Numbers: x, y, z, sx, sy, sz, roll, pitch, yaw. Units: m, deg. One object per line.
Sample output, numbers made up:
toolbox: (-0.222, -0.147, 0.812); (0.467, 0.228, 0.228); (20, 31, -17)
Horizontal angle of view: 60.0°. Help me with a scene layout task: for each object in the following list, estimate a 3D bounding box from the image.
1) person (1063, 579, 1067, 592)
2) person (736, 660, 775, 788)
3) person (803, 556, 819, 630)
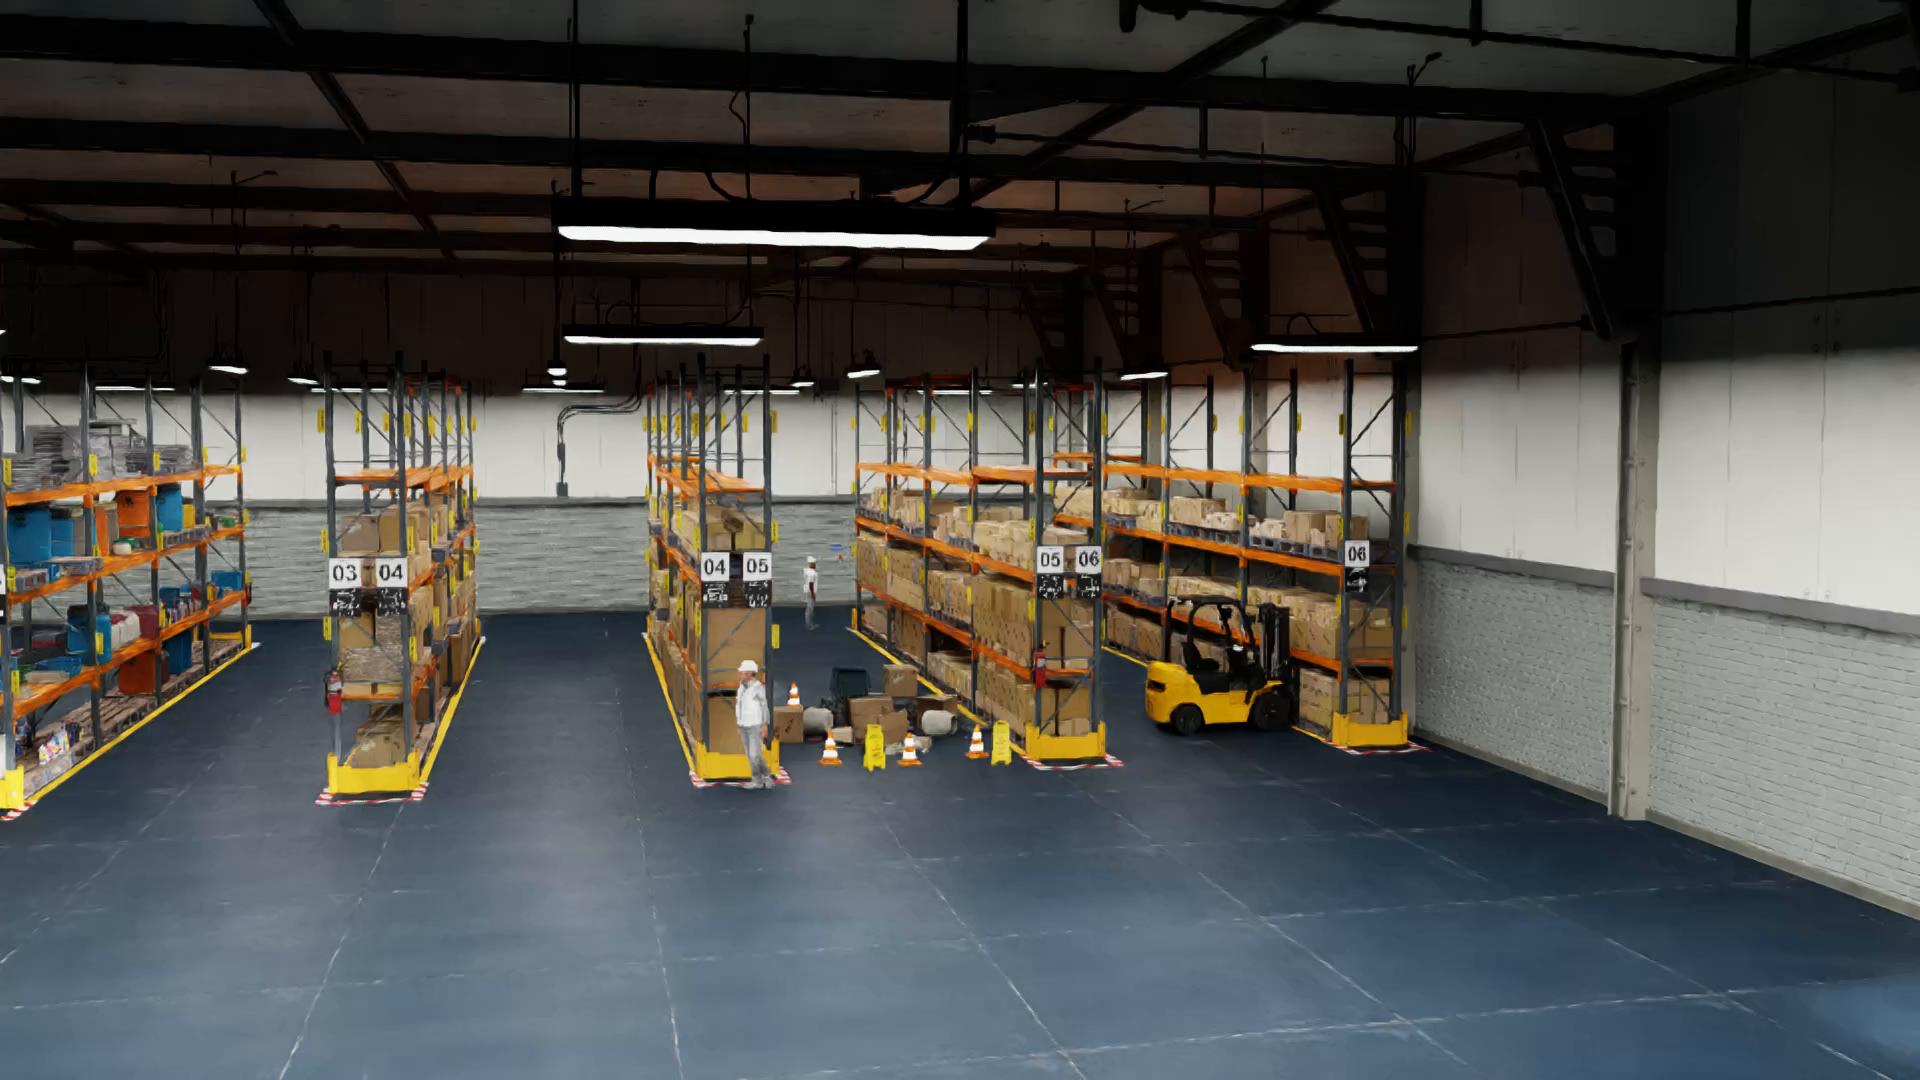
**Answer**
person: (2.227, 1.507, 37.216); (0.604, 1.775, 0.657); (0, 4, 4)
person: (-2.817, 2.524, 22.789); (0.645, 1.765, 0.419); (4, 6, 45)
person: (-3.618, 1.281, 40.533); (0.392, 1.770, 0.639); (-1, 4, -10)
